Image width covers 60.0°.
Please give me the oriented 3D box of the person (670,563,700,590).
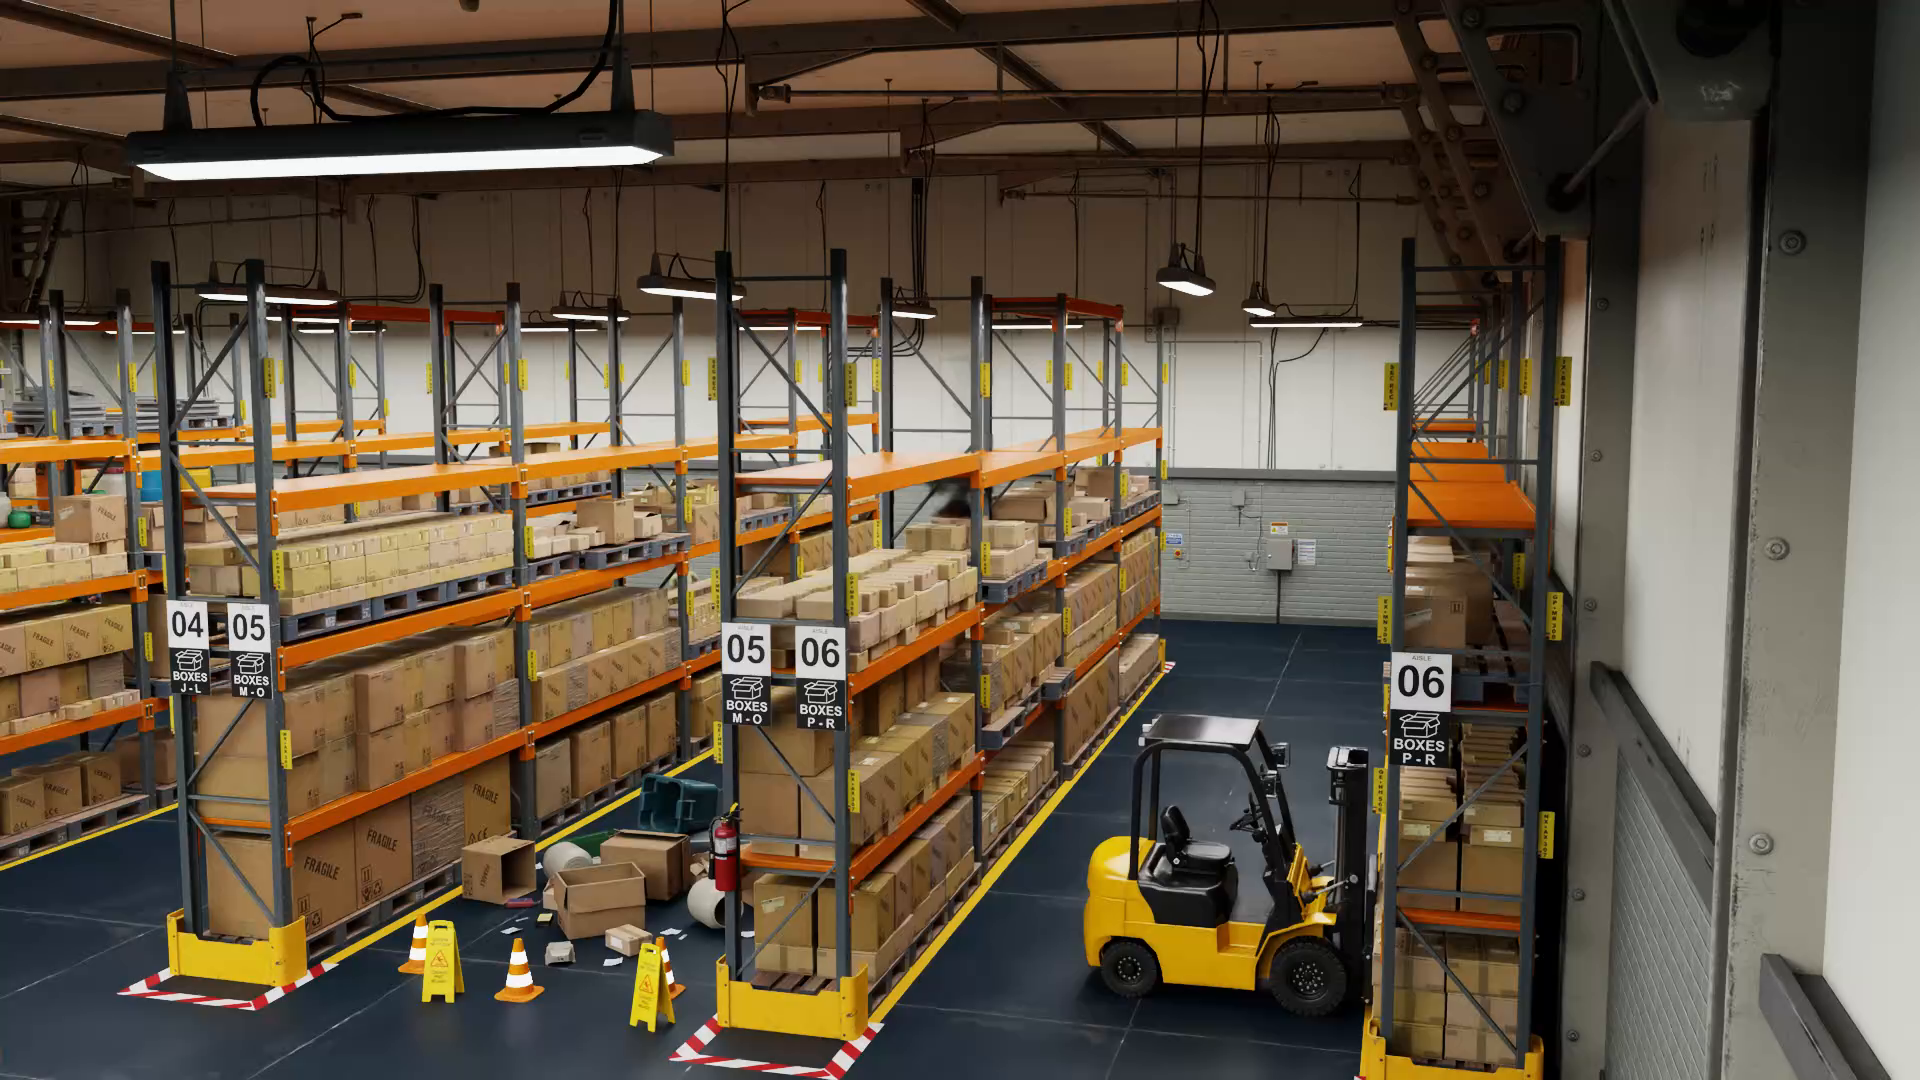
[{"bbox_3d":[-5.001,1.125,30.712,0.692,1.573,0.540,-2,6,-19],"label":"person"}]
